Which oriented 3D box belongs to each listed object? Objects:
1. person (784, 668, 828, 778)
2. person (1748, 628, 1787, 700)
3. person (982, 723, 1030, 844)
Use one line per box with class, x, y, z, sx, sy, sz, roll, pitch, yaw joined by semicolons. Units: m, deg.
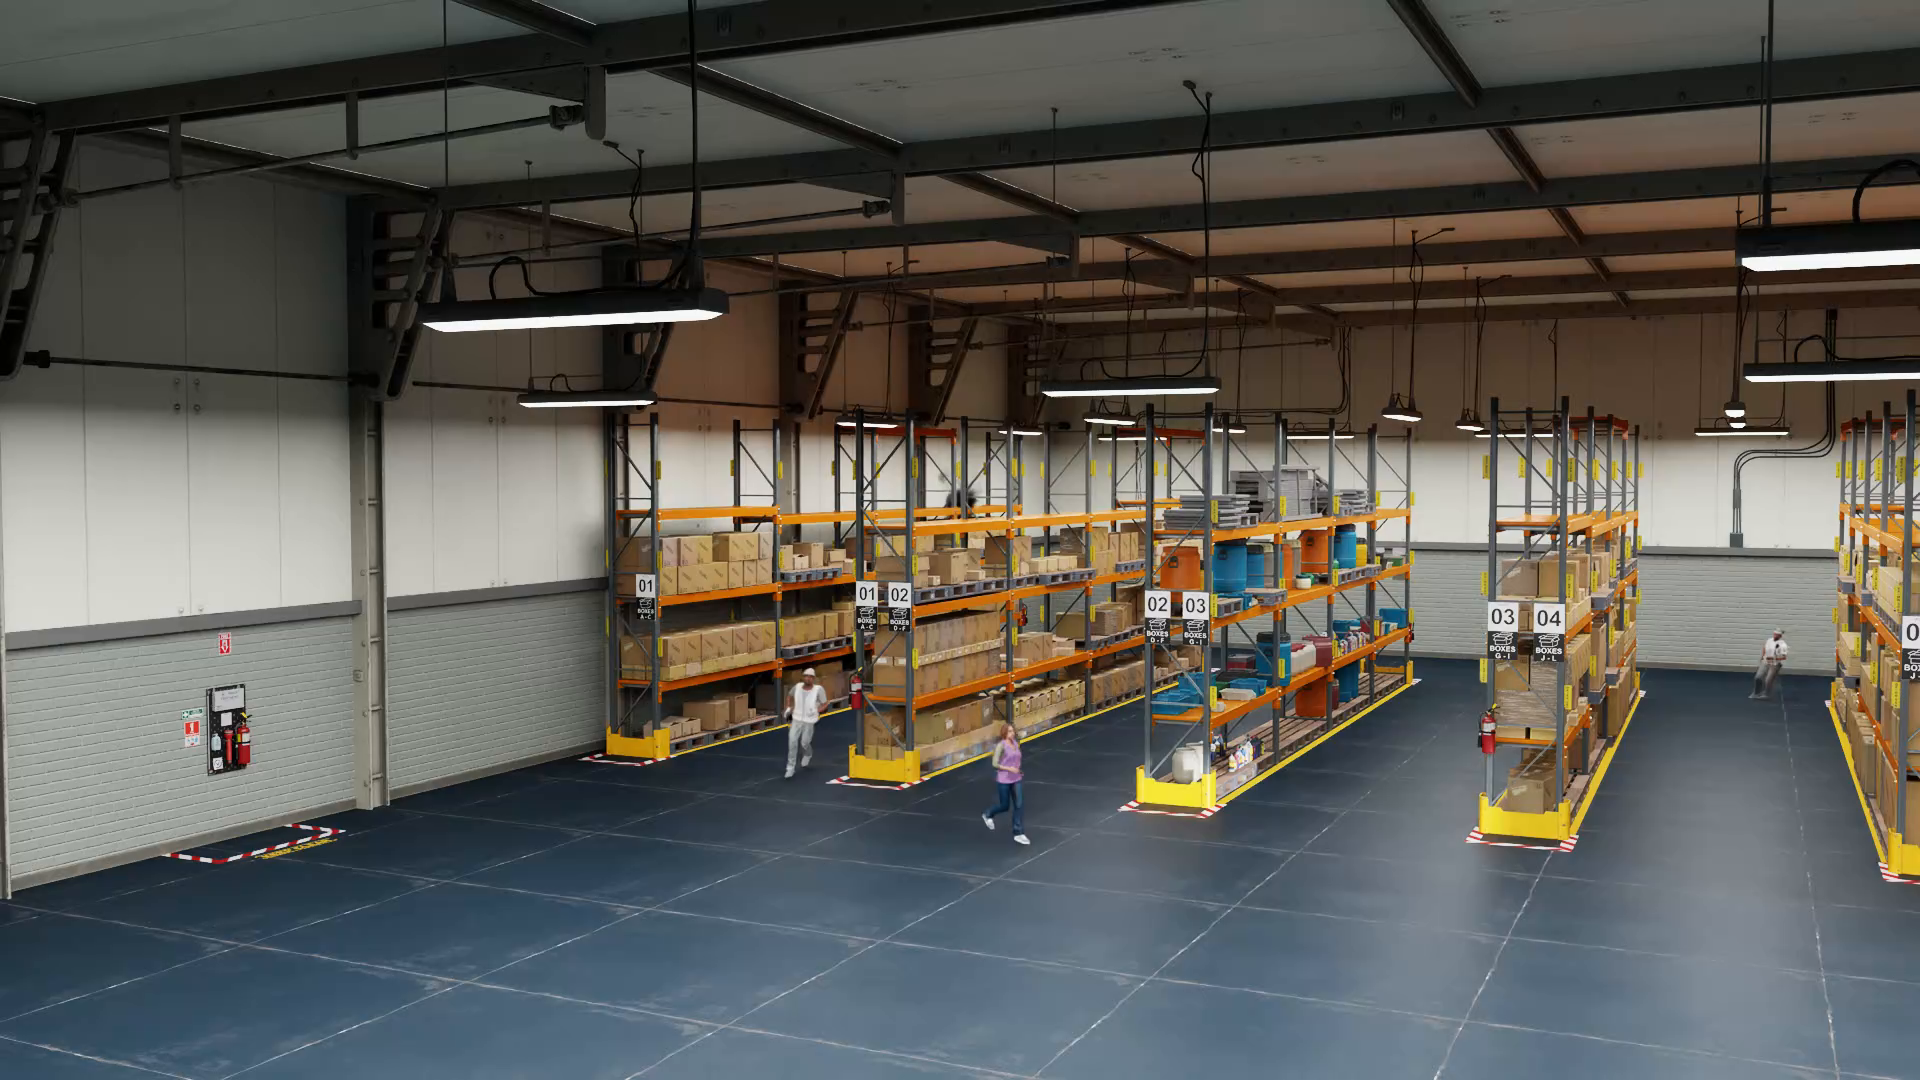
person;-2.535;2.981;27.373;0.718;1.765;0.897;0;2;9
person;17.517;2.692;36.015;0.634;1.627;0.783;-2;3;-39
person;0.637;3.255;22.396;0.537;1.587;0.860;-2;3;-41
